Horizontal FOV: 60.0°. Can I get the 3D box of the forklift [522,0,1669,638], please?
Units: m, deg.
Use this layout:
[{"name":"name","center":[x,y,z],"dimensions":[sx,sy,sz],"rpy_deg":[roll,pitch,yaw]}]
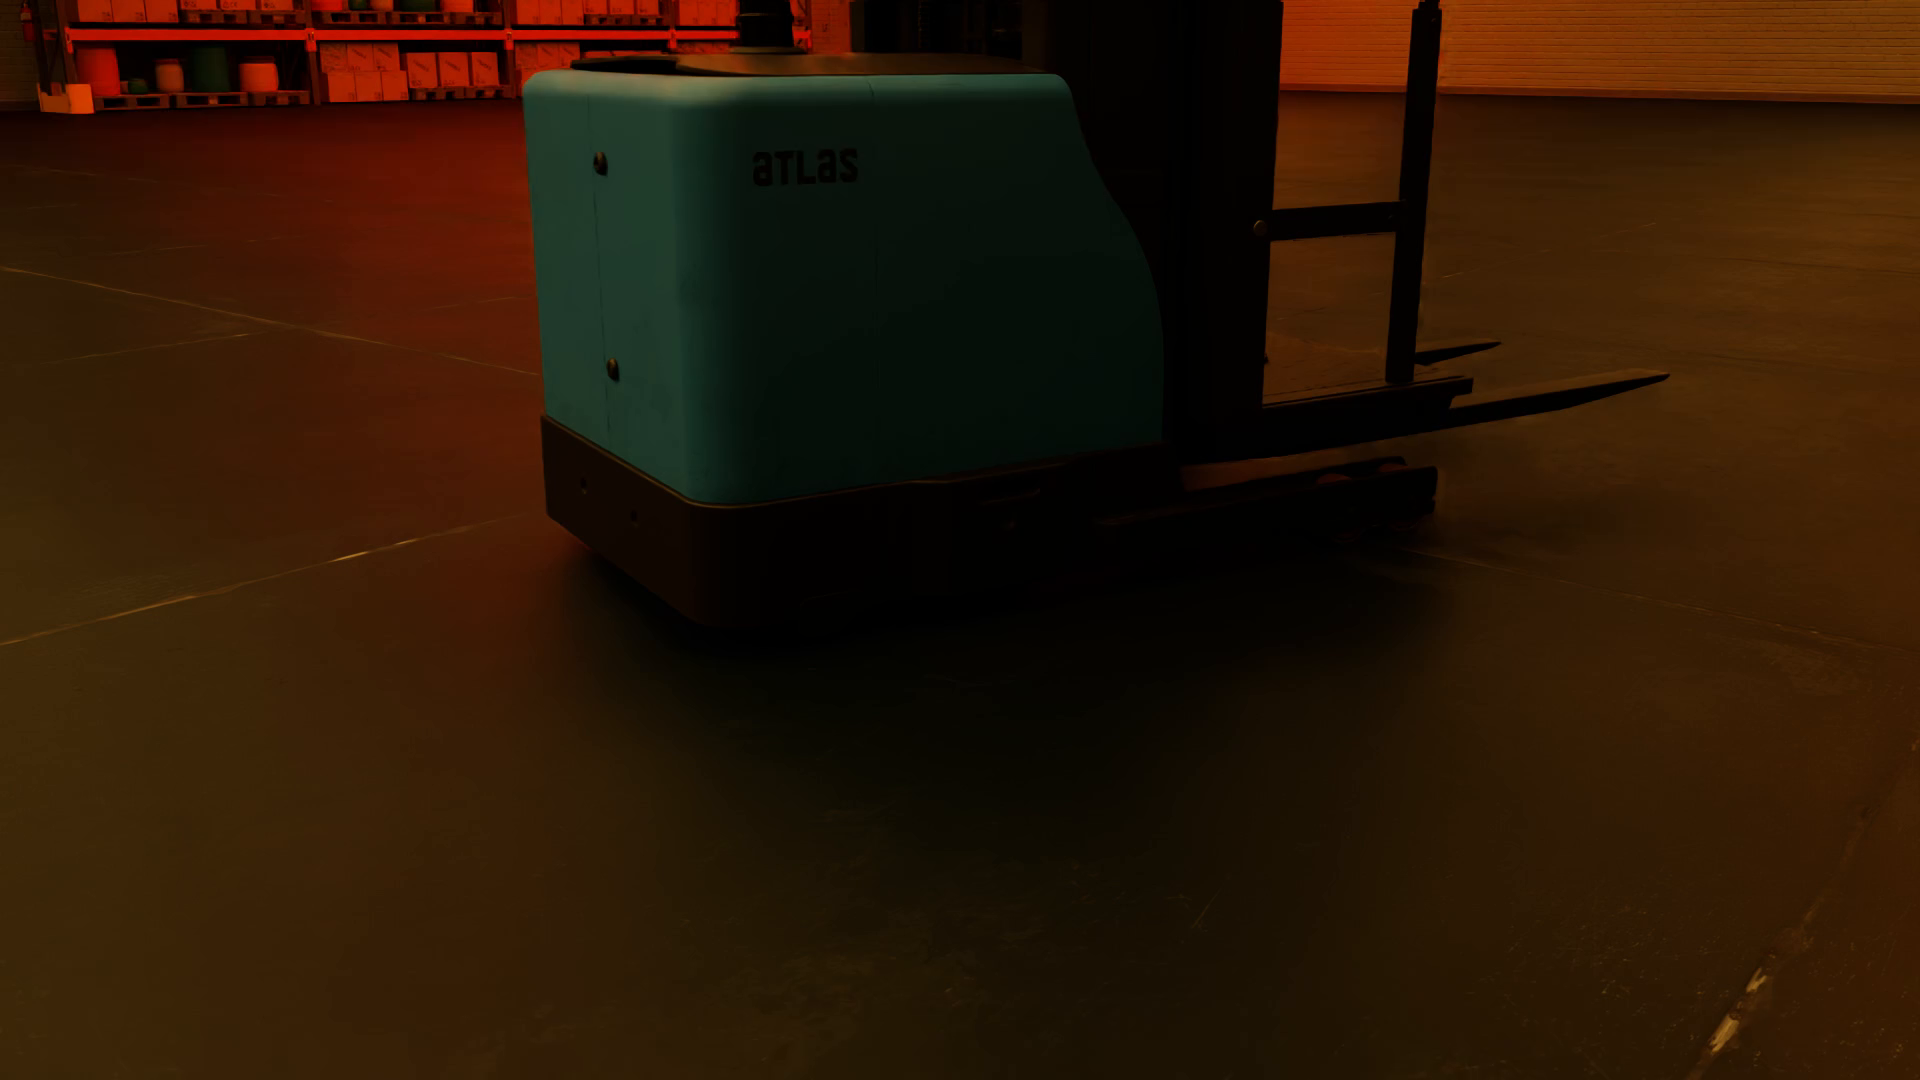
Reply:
[{"name":"forklift","center":[0.554,-1.513,3.880],"dimensions":[3.031,2.935,1.130],"rpy_deg":[-10,20,-30]}]
